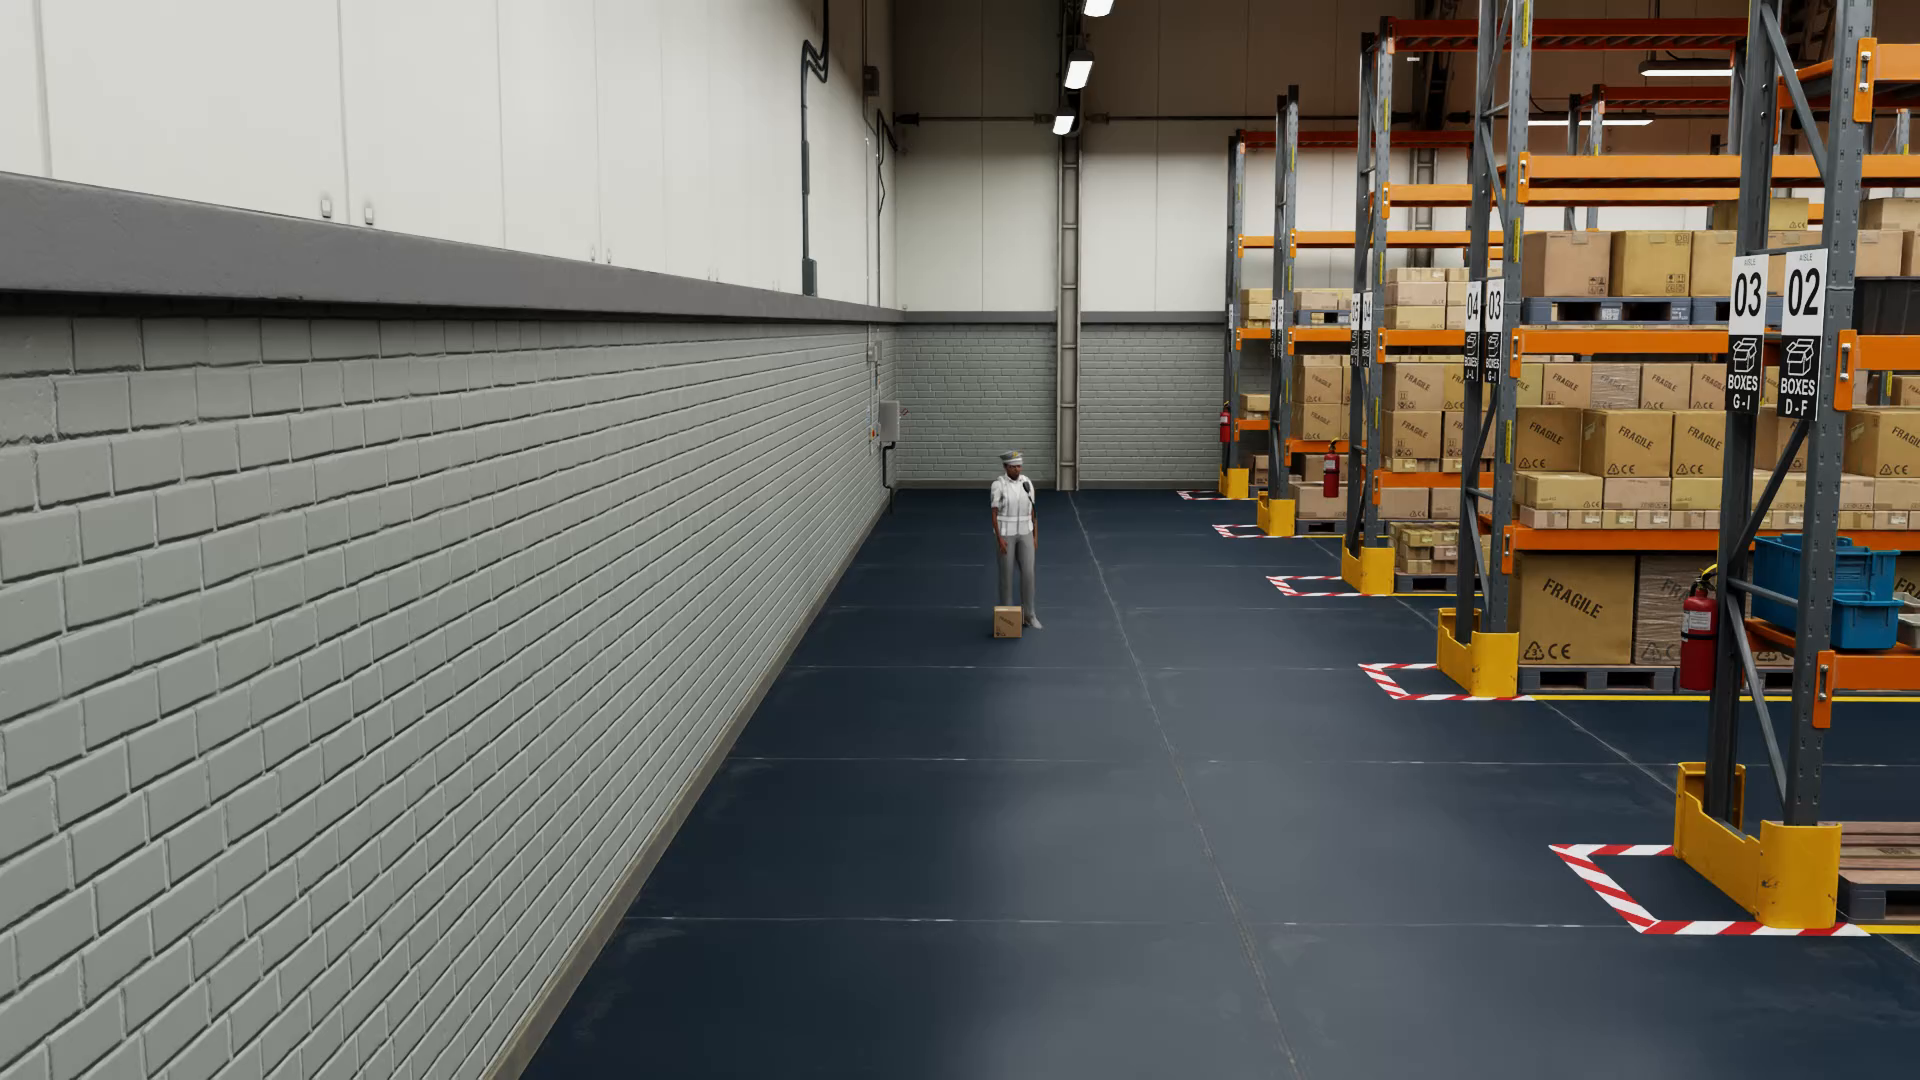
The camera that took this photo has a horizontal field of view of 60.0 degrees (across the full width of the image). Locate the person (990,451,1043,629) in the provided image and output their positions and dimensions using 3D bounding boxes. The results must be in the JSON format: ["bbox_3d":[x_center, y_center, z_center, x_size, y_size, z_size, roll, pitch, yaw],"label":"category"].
[{"bbox_3d":[0.531,0.008,15.771,0.467,1.723,0.416,-2,8,-16],"label":"person"}]
